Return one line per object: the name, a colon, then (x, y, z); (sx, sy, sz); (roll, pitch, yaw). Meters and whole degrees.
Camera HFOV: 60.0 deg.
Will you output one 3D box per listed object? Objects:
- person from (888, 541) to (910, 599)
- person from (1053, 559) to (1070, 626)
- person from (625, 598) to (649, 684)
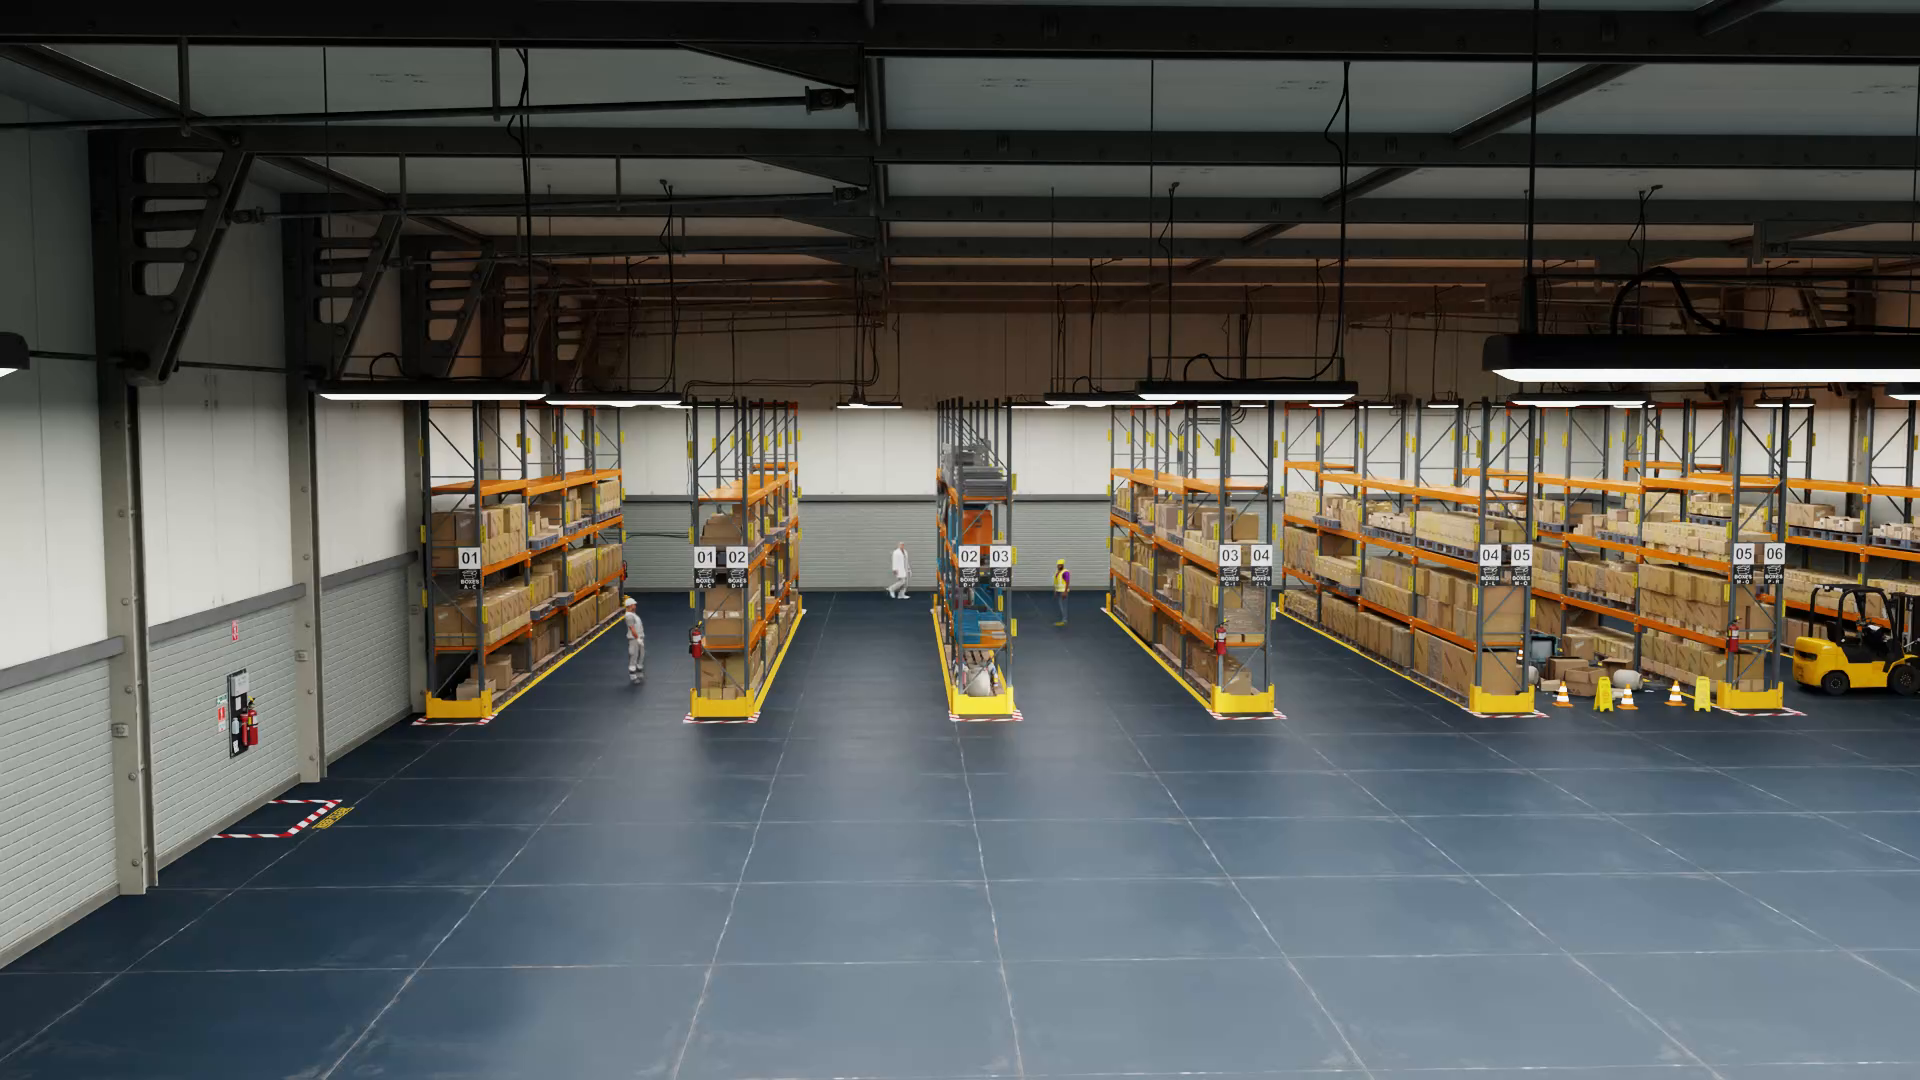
person: (-1.849, 0.918, 50.726); (0.624, 1.759, 0.584); (2, 5, 19)
person: (2.696, 1.397, 44.435); (0.370, 1.768, 0.604); (-2, 5, -24)
person: (-6.809, 2.132, 35.104); (0.593, 1.822, 0.633); (2, 5, 19)
